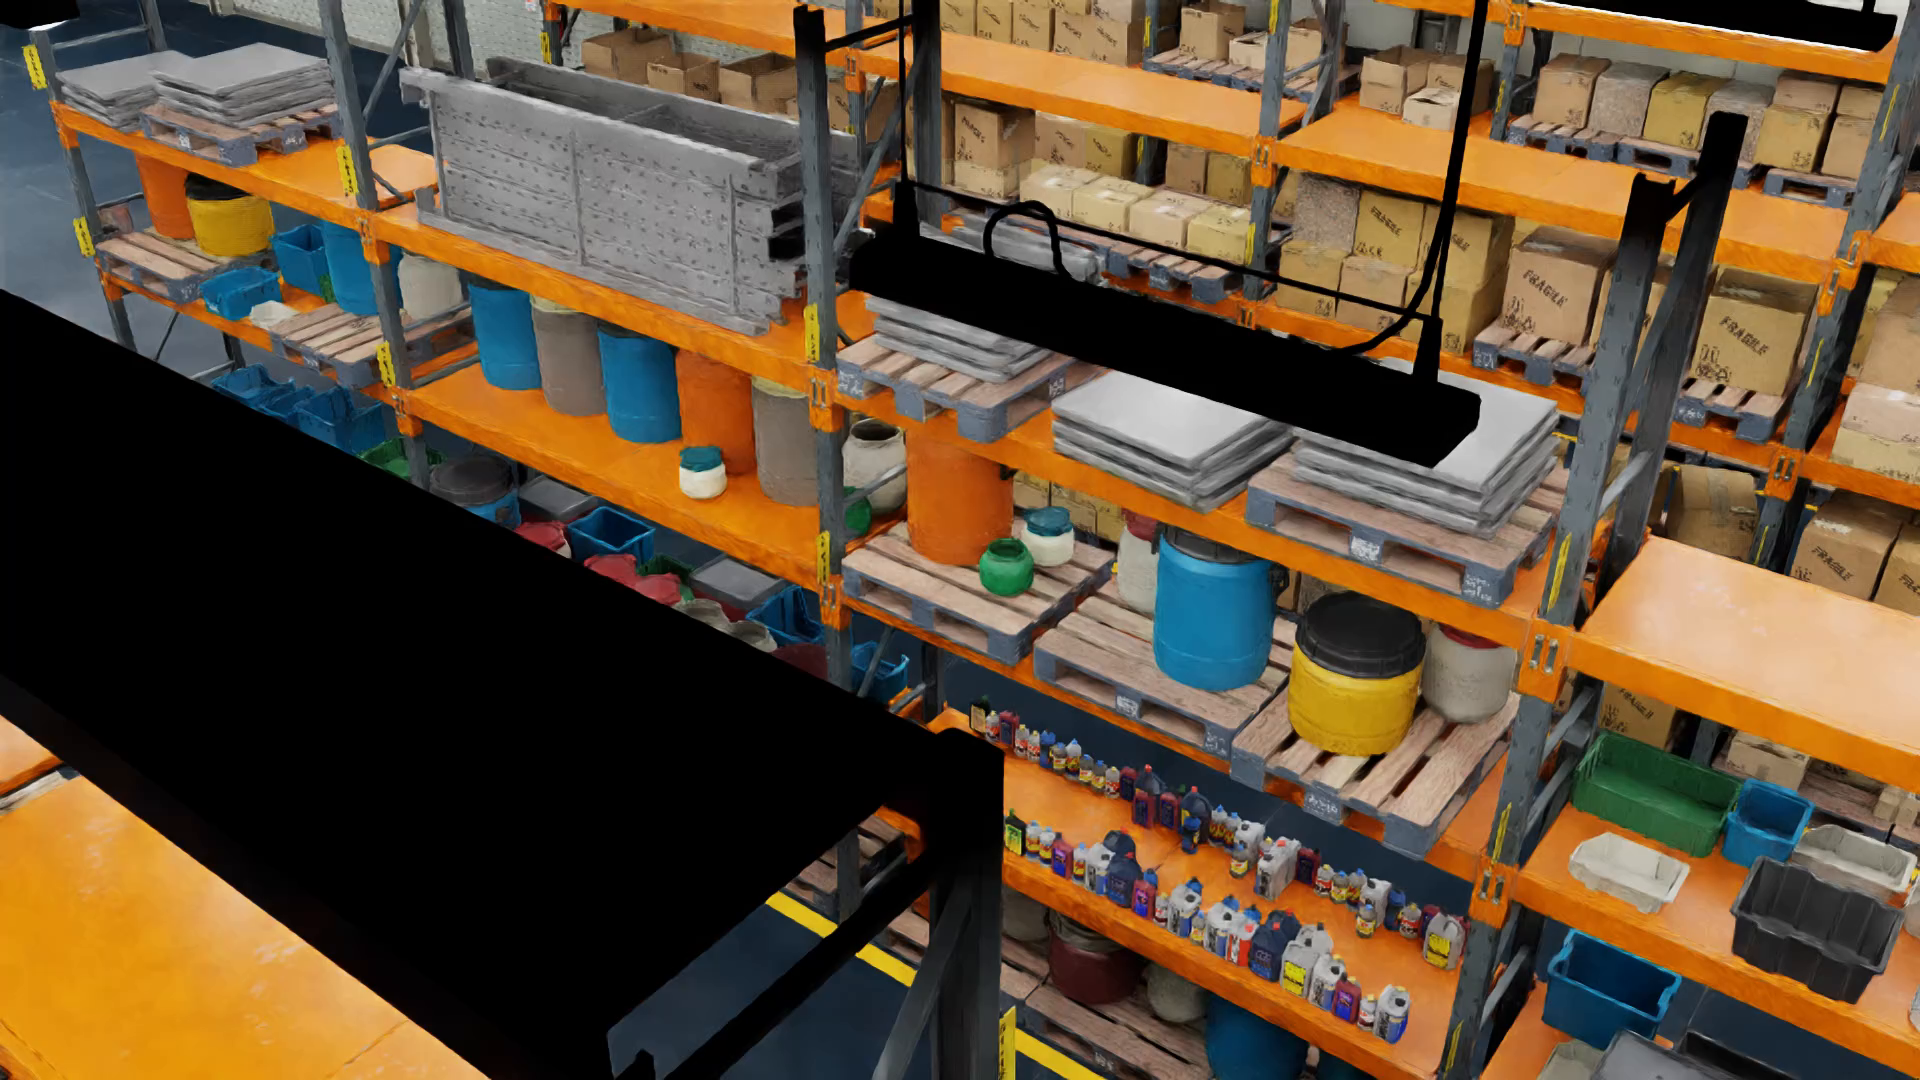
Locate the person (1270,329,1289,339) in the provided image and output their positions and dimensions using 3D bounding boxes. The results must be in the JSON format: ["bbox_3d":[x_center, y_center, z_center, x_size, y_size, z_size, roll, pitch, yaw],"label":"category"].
[{"bbox_3d":[3.063,-1.256,15.778,1.088,1.589,0.447,23,38,33],"label":"person"}]

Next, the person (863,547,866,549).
[{"bbox_3d":[-1.177,-0.366,14.268,1.126,1.645,0.542,23,38,33],"label":"person"}]
